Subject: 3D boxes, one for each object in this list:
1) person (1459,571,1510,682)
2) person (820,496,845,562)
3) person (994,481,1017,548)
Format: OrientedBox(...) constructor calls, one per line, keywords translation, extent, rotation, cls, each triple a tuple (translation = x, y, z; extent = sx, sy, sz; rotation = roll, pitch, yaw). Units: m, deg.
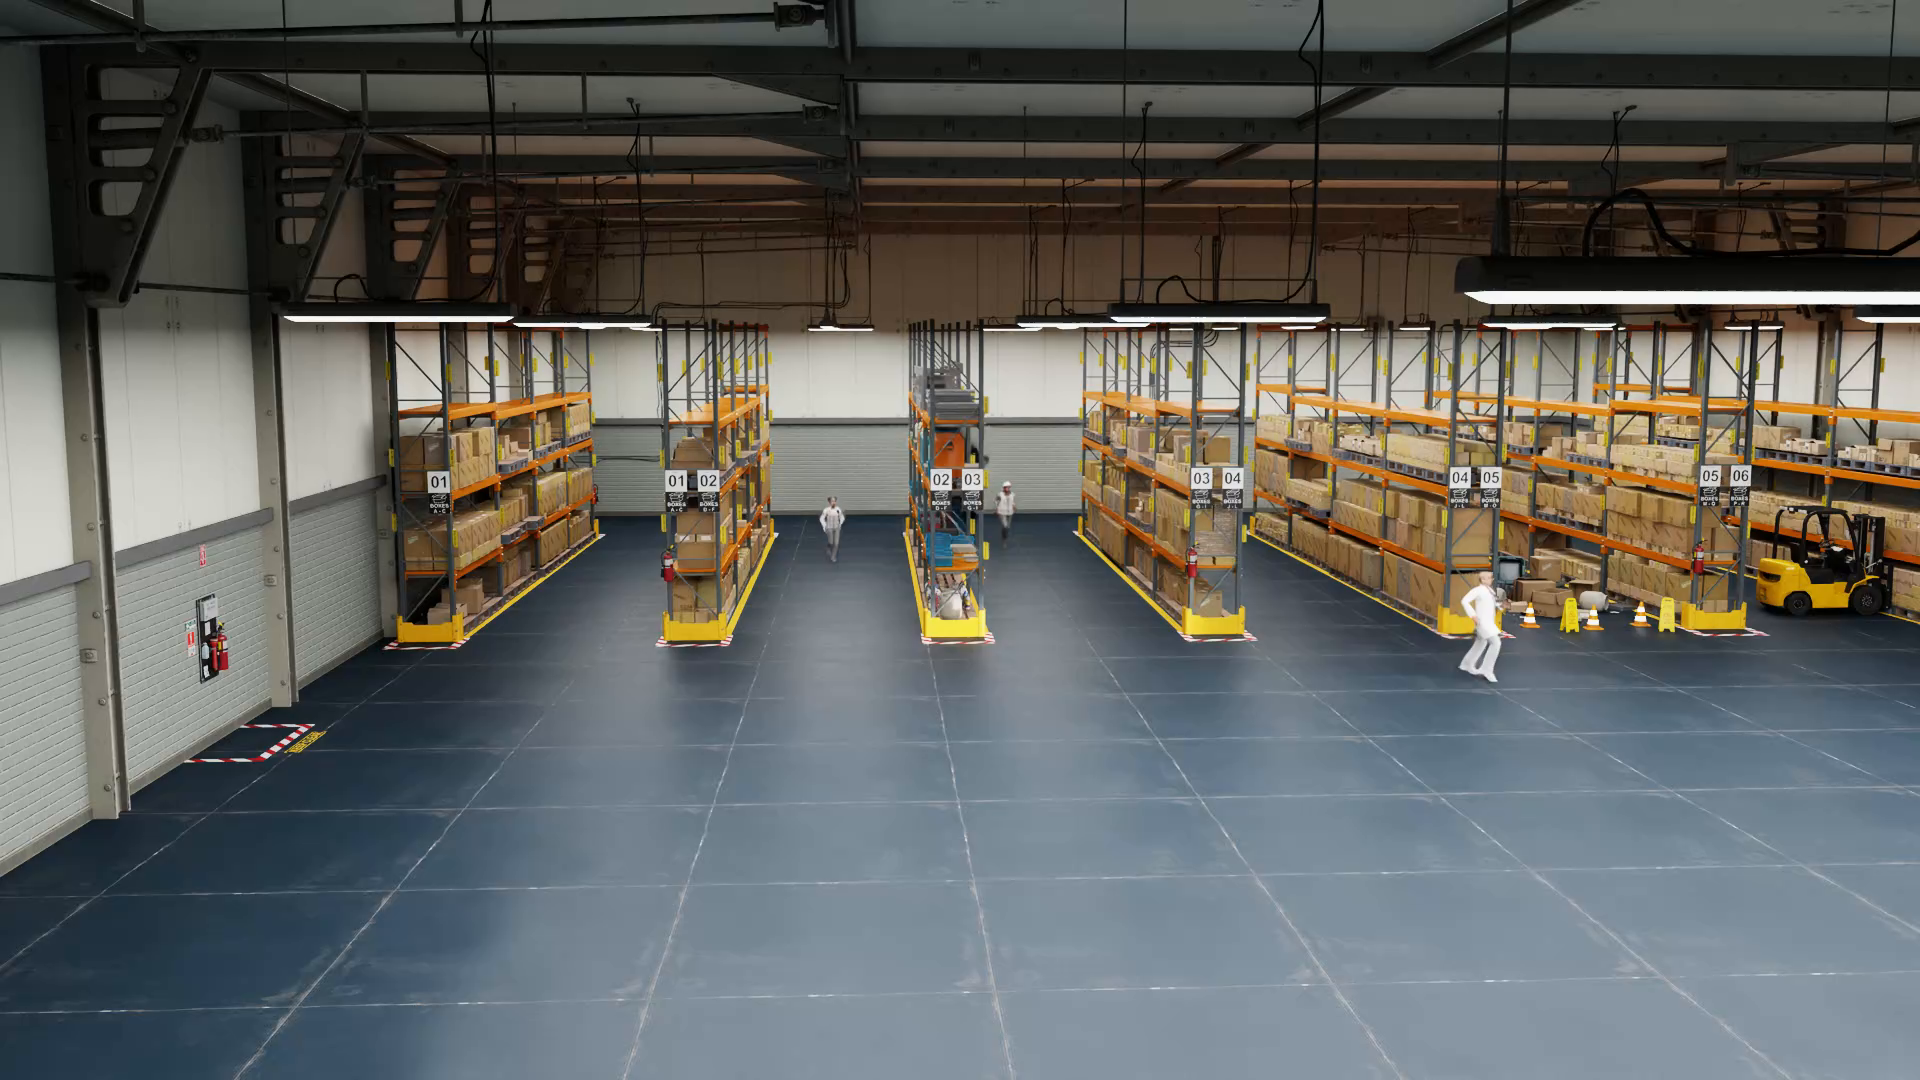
OrientedBox(translation=(8.727, 1.435, 27.680), extent=(0.823, 1.840, 0.674), rotation=(5, 8, 33), cls="person")
OrientedBox(translation=(-3.221, -0.286, 42.153), extent=(0.616, 1.653, 0.554), rotation=(-2, 7, -15), cls="person")
OrientedBox(translation=(1.248, -0.684, 44.958), extent=(0.582, 1.815, 0.855), rotation=(-3, 8, -21), cls="person")
